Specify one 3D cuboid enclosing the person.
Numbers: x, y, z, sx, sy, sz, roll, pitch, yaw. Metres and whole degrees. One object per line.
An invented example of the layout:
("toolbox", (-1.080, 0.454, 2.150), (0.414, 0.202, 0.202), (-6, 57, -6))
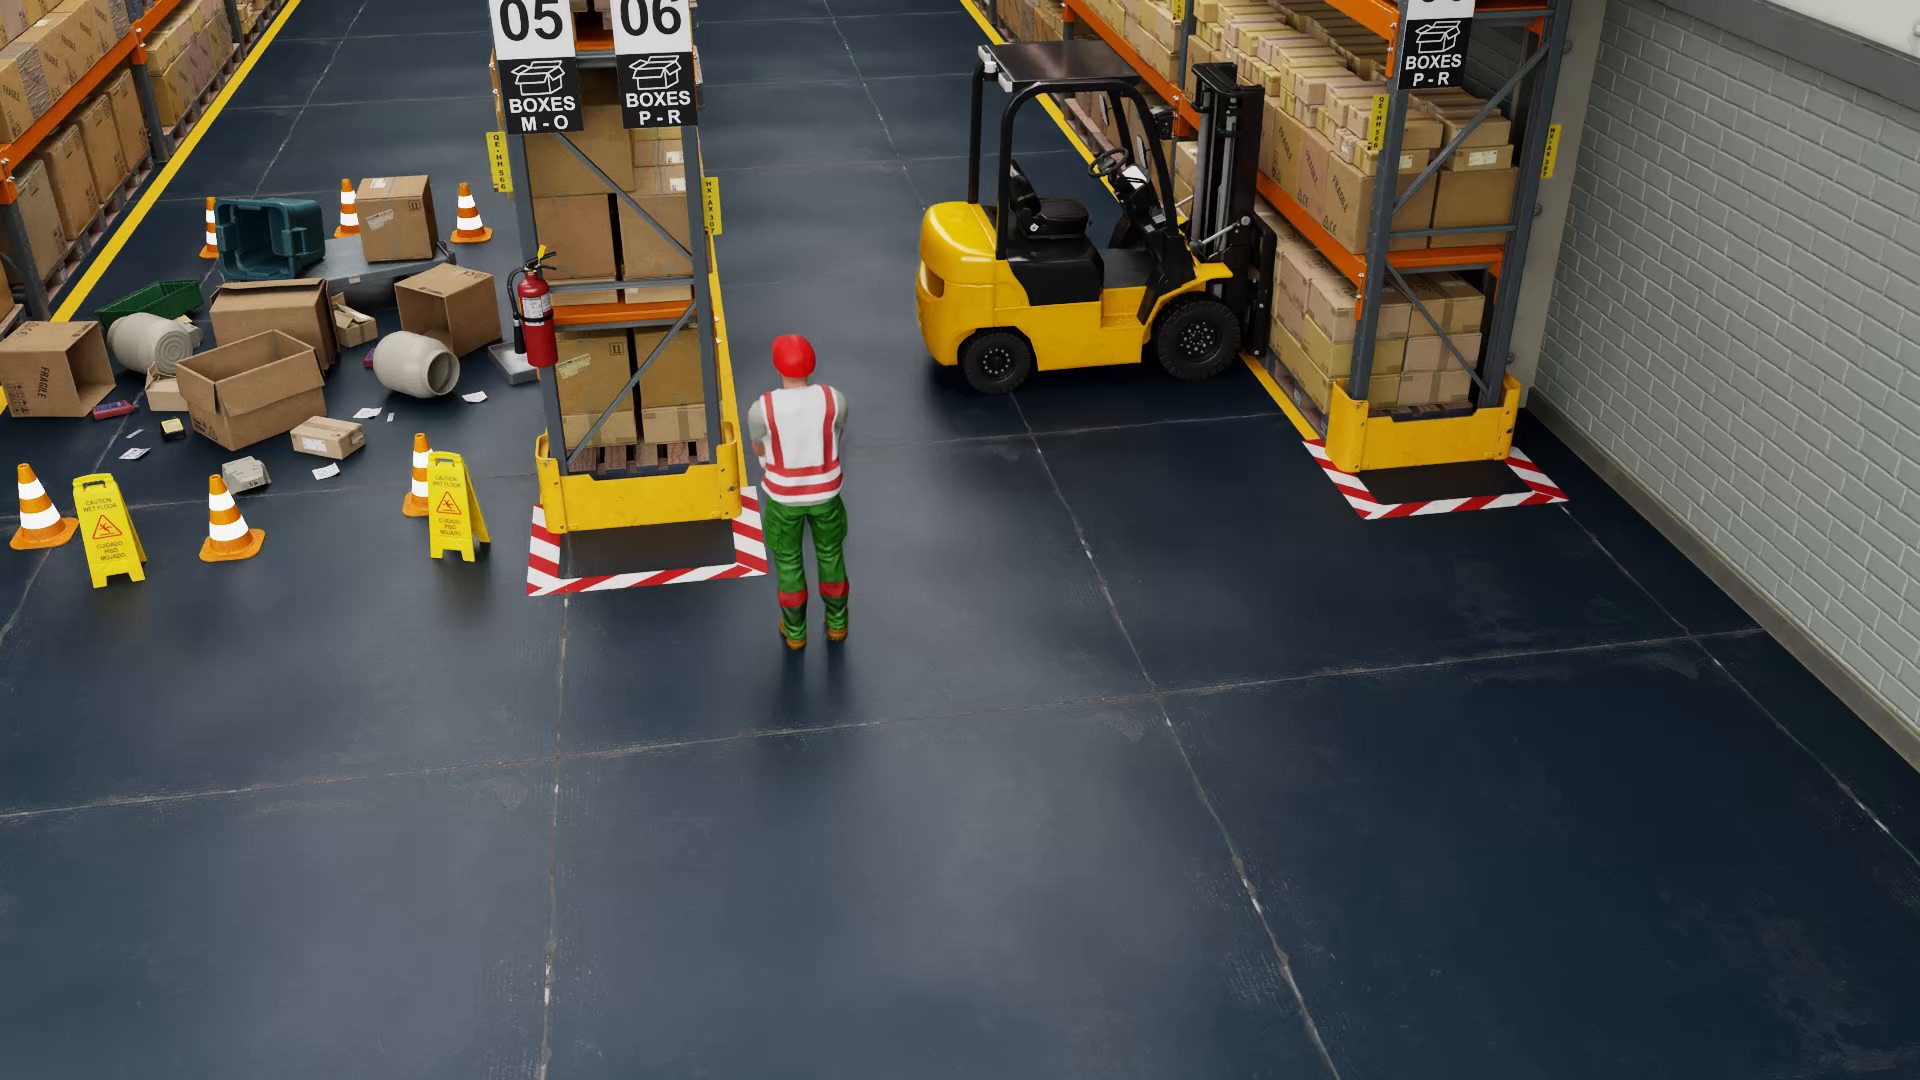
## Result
("person", (-0.836, -0.295, 8.615), (0.506, 1.792, 0.556), (-7, 31, -12))
